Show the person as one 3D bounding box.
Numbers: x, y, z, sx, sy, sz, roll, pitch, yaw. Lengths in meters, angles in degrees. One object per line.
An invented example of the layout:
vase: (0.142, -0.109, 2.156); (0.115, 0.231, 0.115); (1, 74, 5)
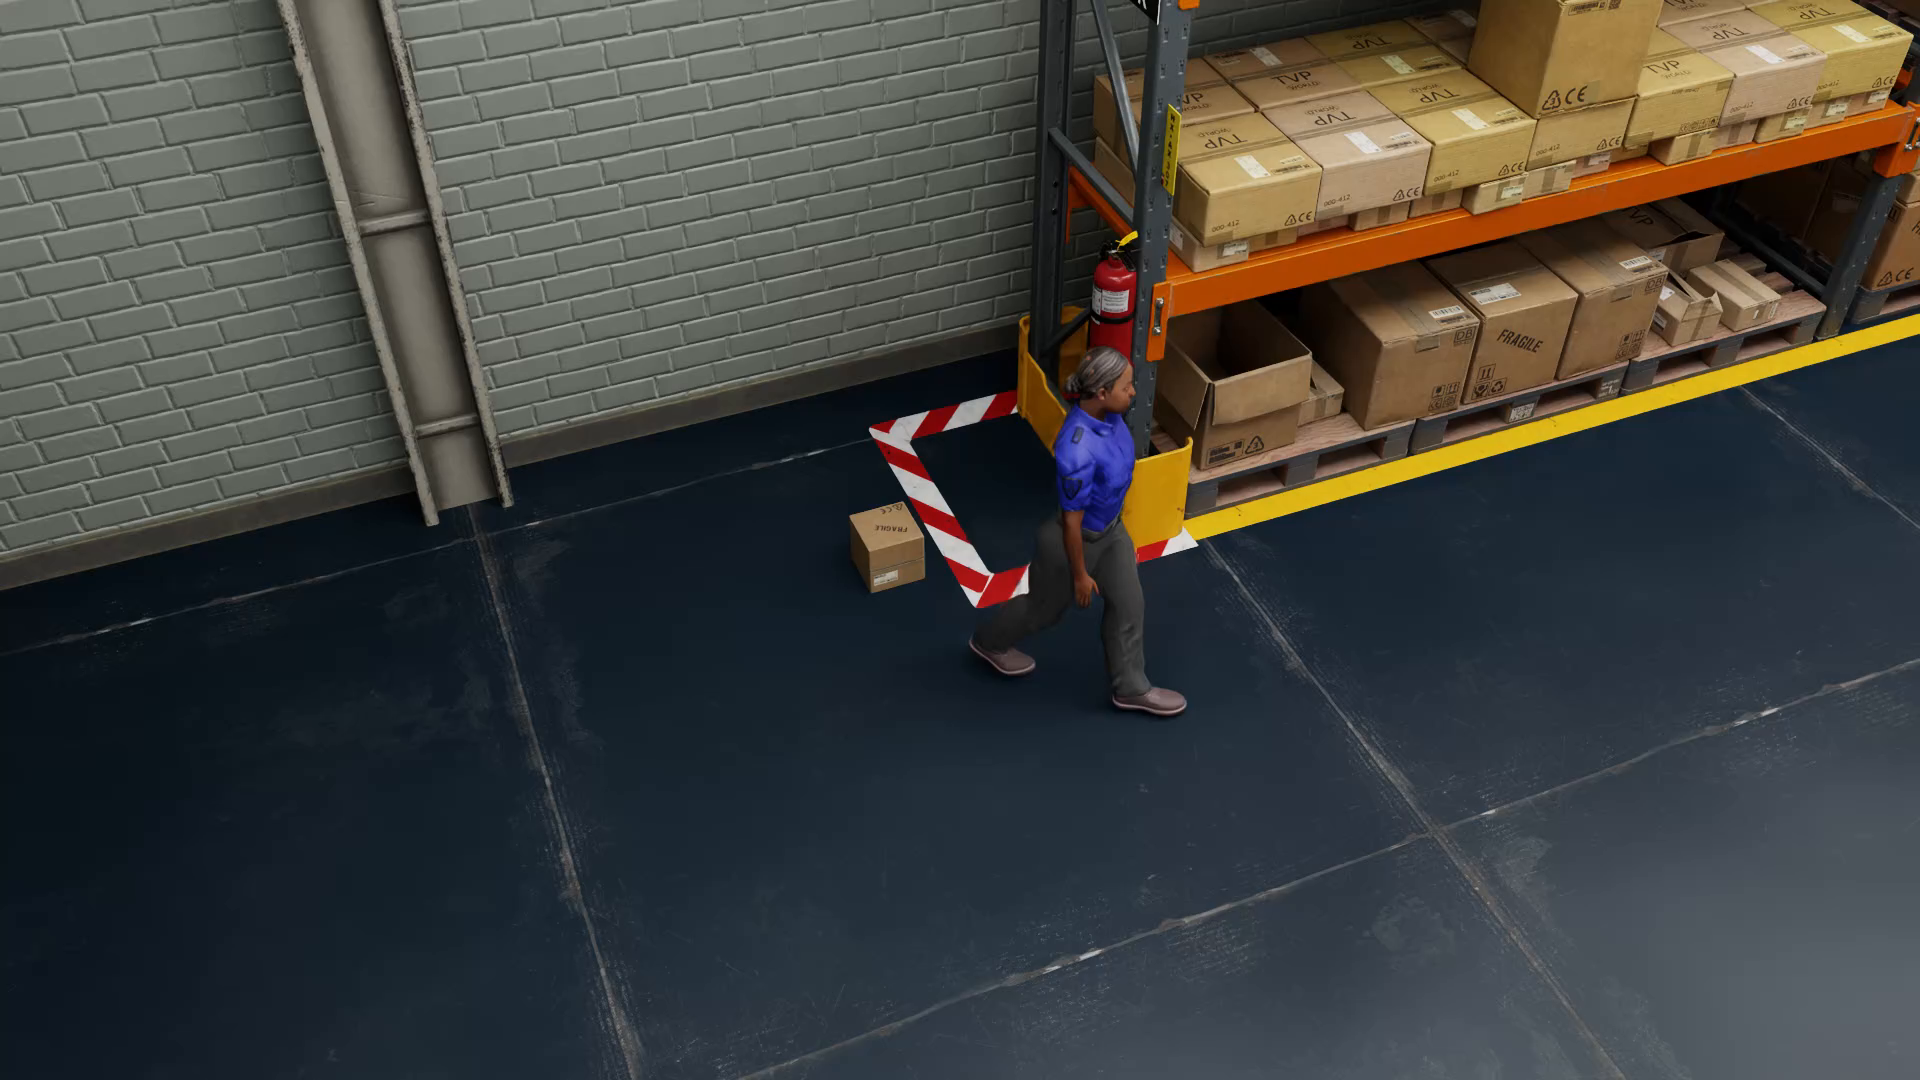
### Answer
person: (0.461, -0.011, 6.174); (0.903, 1.610, 0.455); (19, 45, 20)
